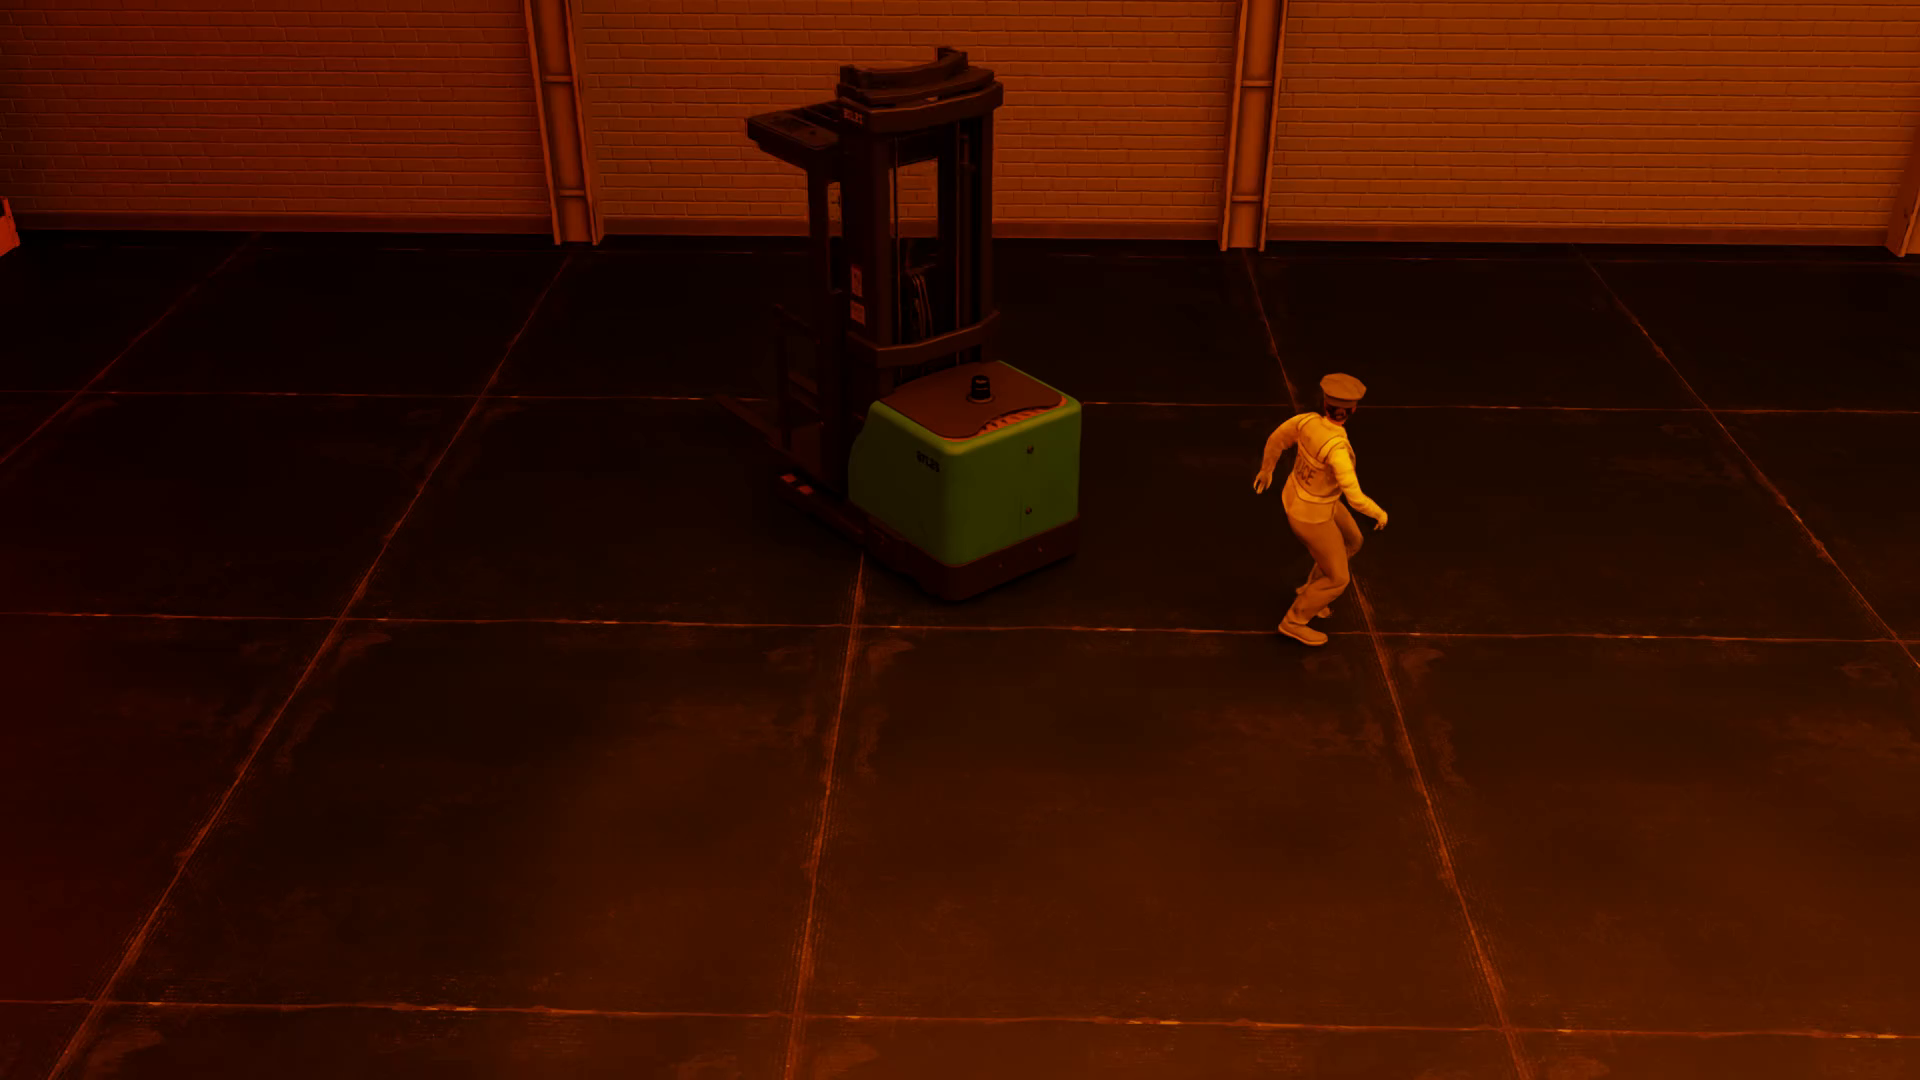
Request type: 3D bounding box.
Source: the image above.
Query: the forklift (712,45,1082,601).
[{"bbox_3d":[-0.568,-1.590,10.311,1.130,2.935,3.031,-22,37,-32],"label":"forklift"}]

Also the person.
[{"bbox_3d":[2.006,-0.160,9.232,0.671,1.613,0.654,0,31,0],"label":"person"}]
